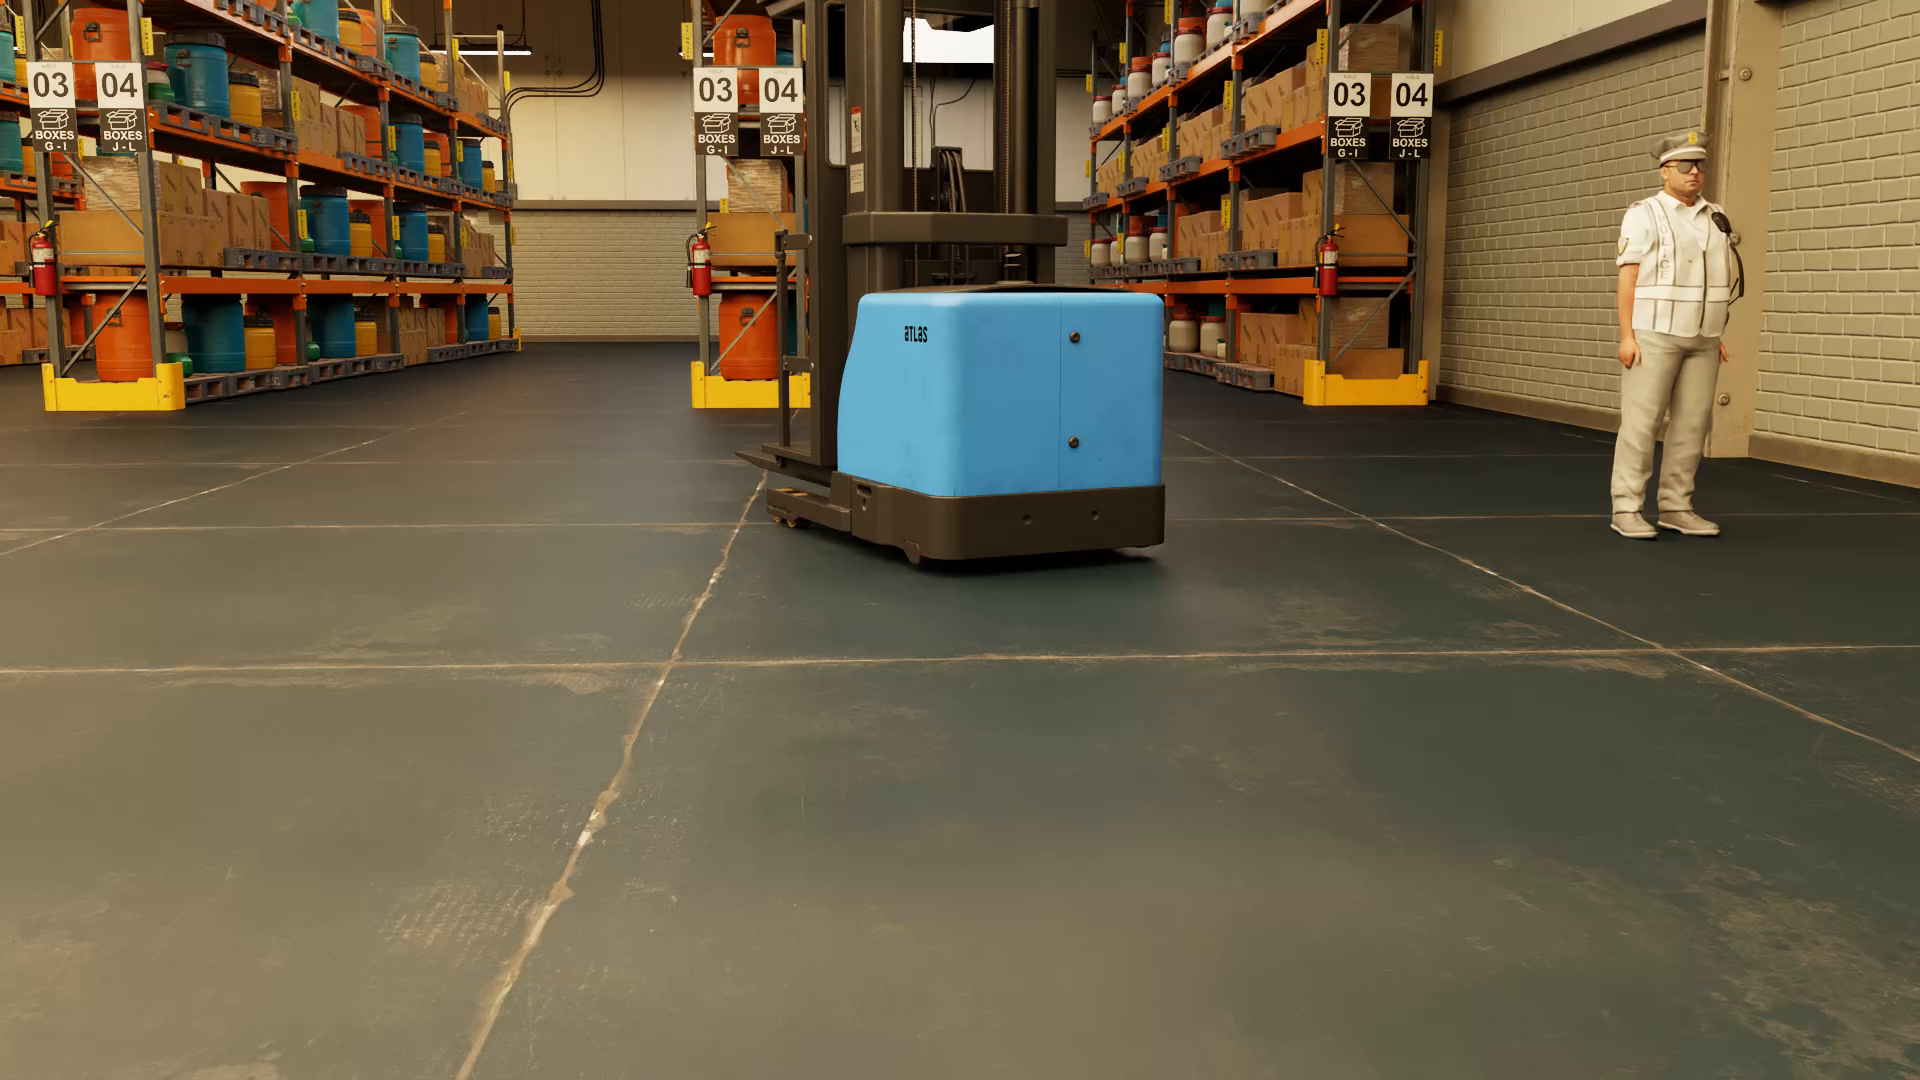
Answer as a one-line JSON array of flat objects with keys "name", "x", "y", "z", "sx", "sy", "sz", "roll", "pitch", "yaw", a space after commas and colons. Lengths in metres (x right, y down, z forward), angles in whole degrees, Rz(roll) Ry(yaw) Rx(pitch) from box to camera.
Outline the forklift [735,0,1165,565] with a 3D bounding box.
[{"name": "forklift", "x": -0.264, "y": -1.530, "z": 7.637, "sx": 1.130, "sy": 2.935, "sz": 3.031, "roll": -4, "pitch": 9, "yaw": -25}]

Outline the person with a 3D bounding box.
[{"name": "person", "x": 3.176, "y": -0.907, "z": 7.390, "sx": 0.524, "sy": 1.773, "sz": 0.396, "roll": -2, "pitch": 9, "yaw": -14}]
